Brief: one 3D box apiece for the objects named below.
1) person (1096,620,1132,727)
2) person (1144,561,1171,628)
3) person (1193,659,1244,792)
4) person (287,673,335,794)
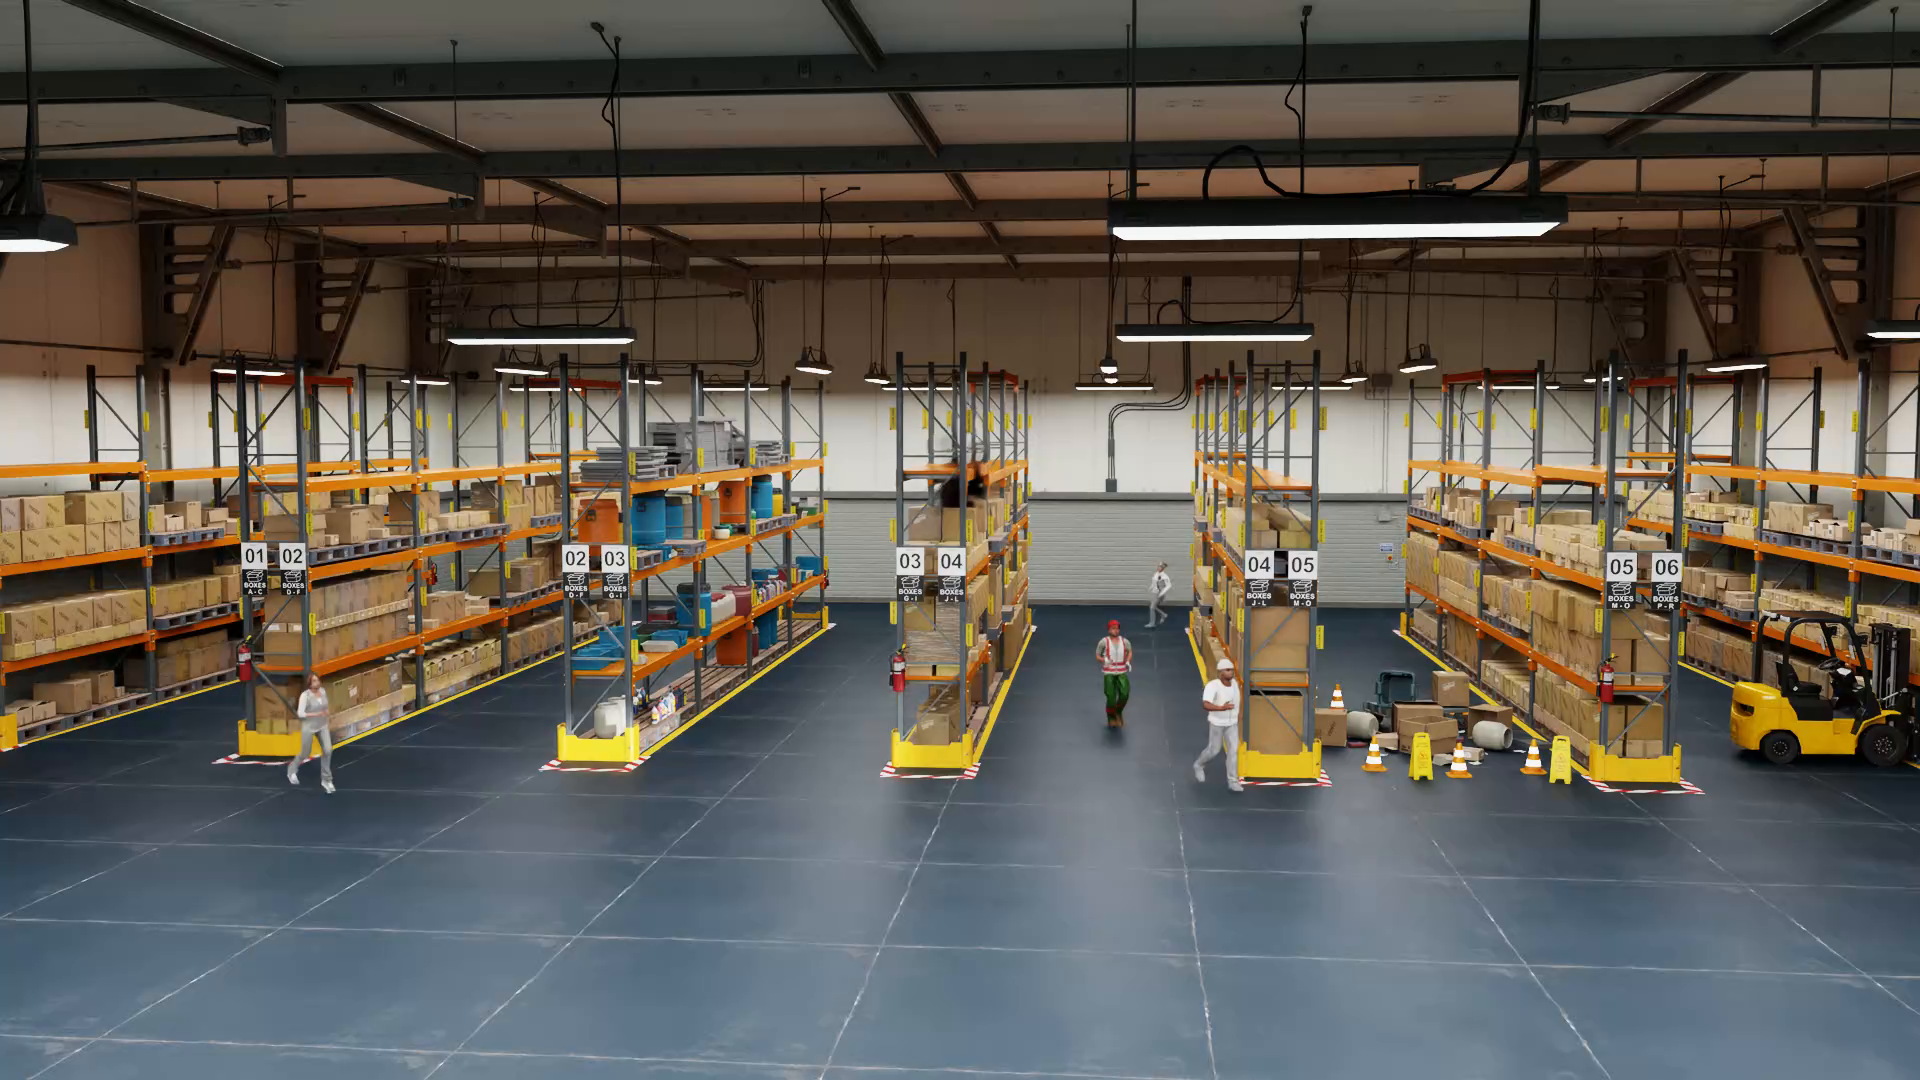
[{"bbox_3d":[2.545,2.188,27.096,0.639,1.756,0.609,0,4,-7],"label":"person"},{"bbox_3d":[4.865,1.314,40.369,0.659,1.638,0.674,-2,5,-29],"label":"person"},{"bbox_3d":[3.565,2.481,22.571,0.719,1.742,0.997,-2,5,-28],"label":"person"},{"bbox_3d":[-8.792,2.599,22.576,0.850,1.627,0.547,3,5,37],"label":"person"}]
